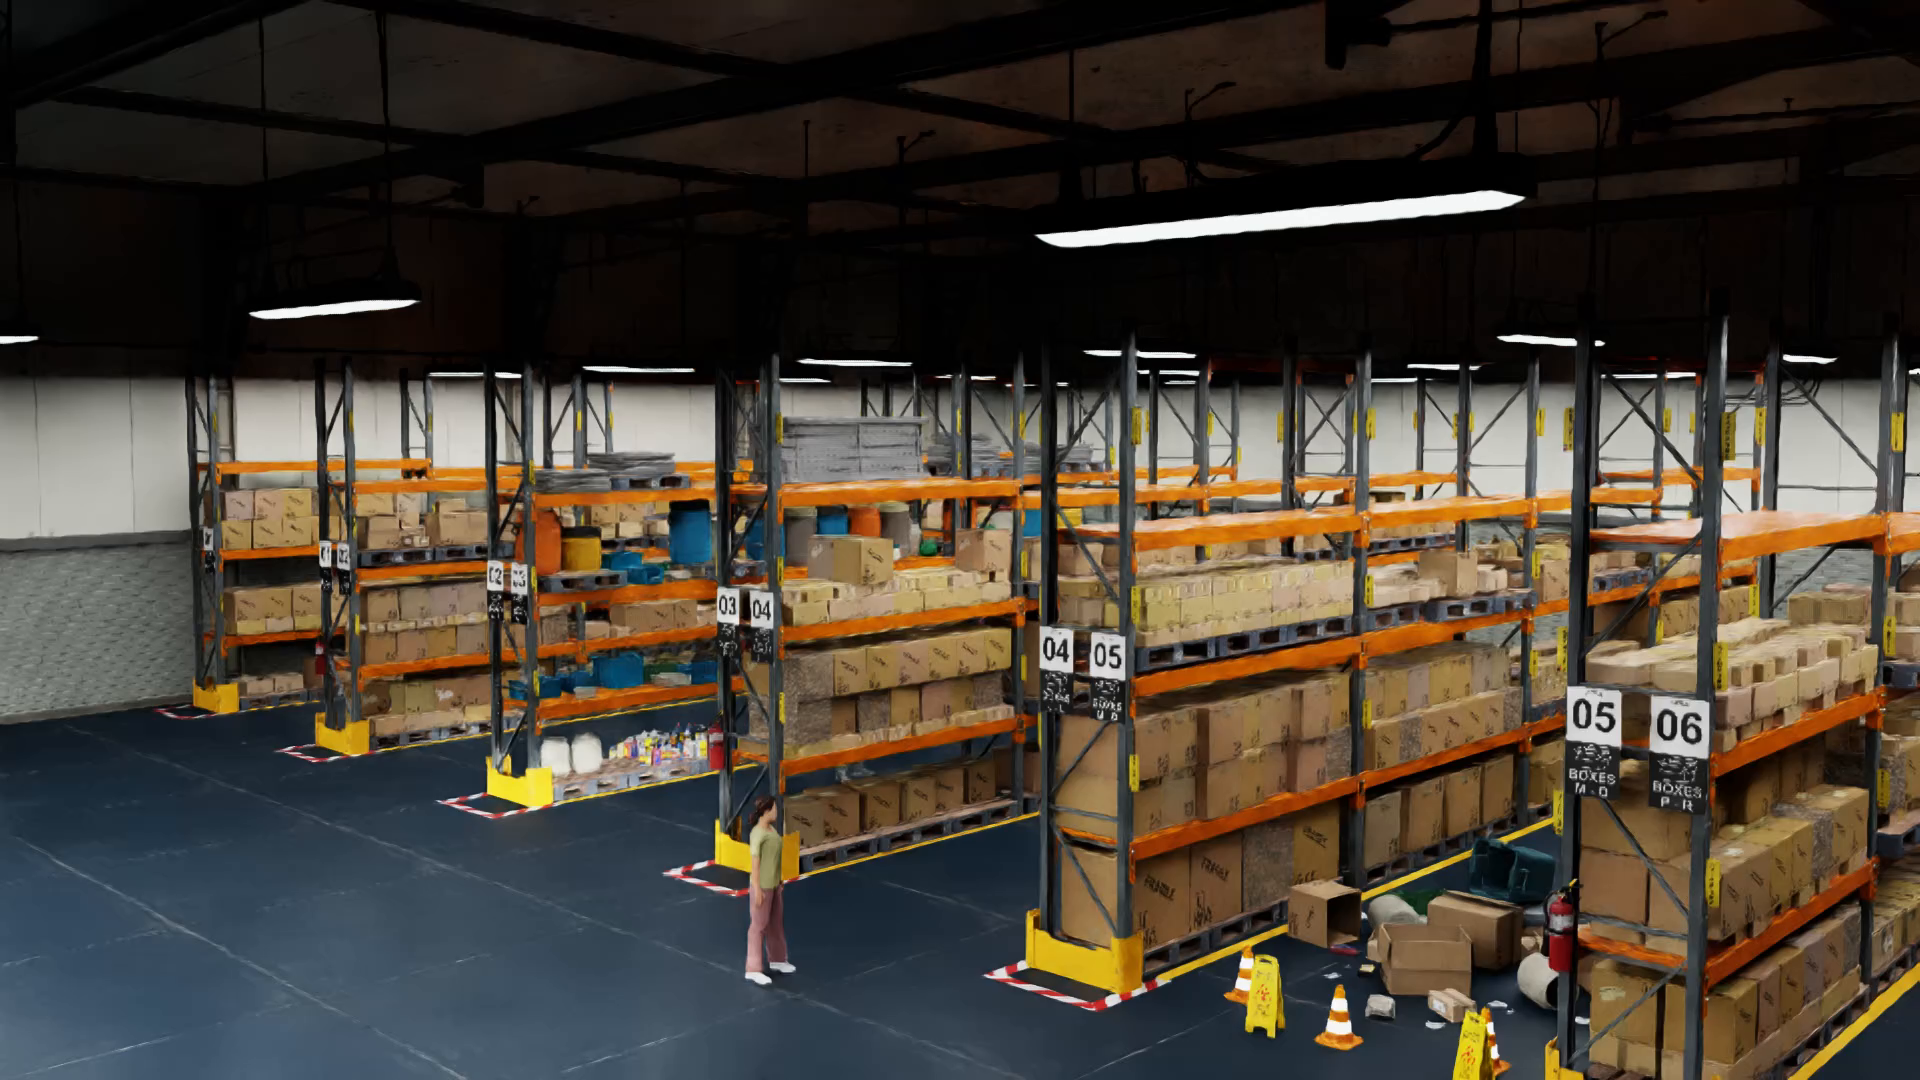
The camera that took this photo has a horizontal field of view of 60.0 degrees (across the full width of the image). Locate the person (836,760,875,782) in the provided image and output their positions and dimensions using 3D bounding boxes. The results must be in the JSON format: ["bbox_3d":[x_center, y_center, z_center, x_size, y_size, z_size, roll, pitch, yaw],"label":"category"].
[{"bbox_3d":[-1.486,2.484,23.344,0.492,1.768,0.628,1,5,15],"label":"person"}]

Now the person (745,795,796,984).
[{"bbox_3d":[-1.725,3.155,15.157,0.430,1.677,0.499,1,4,13],"label":"person"}]
